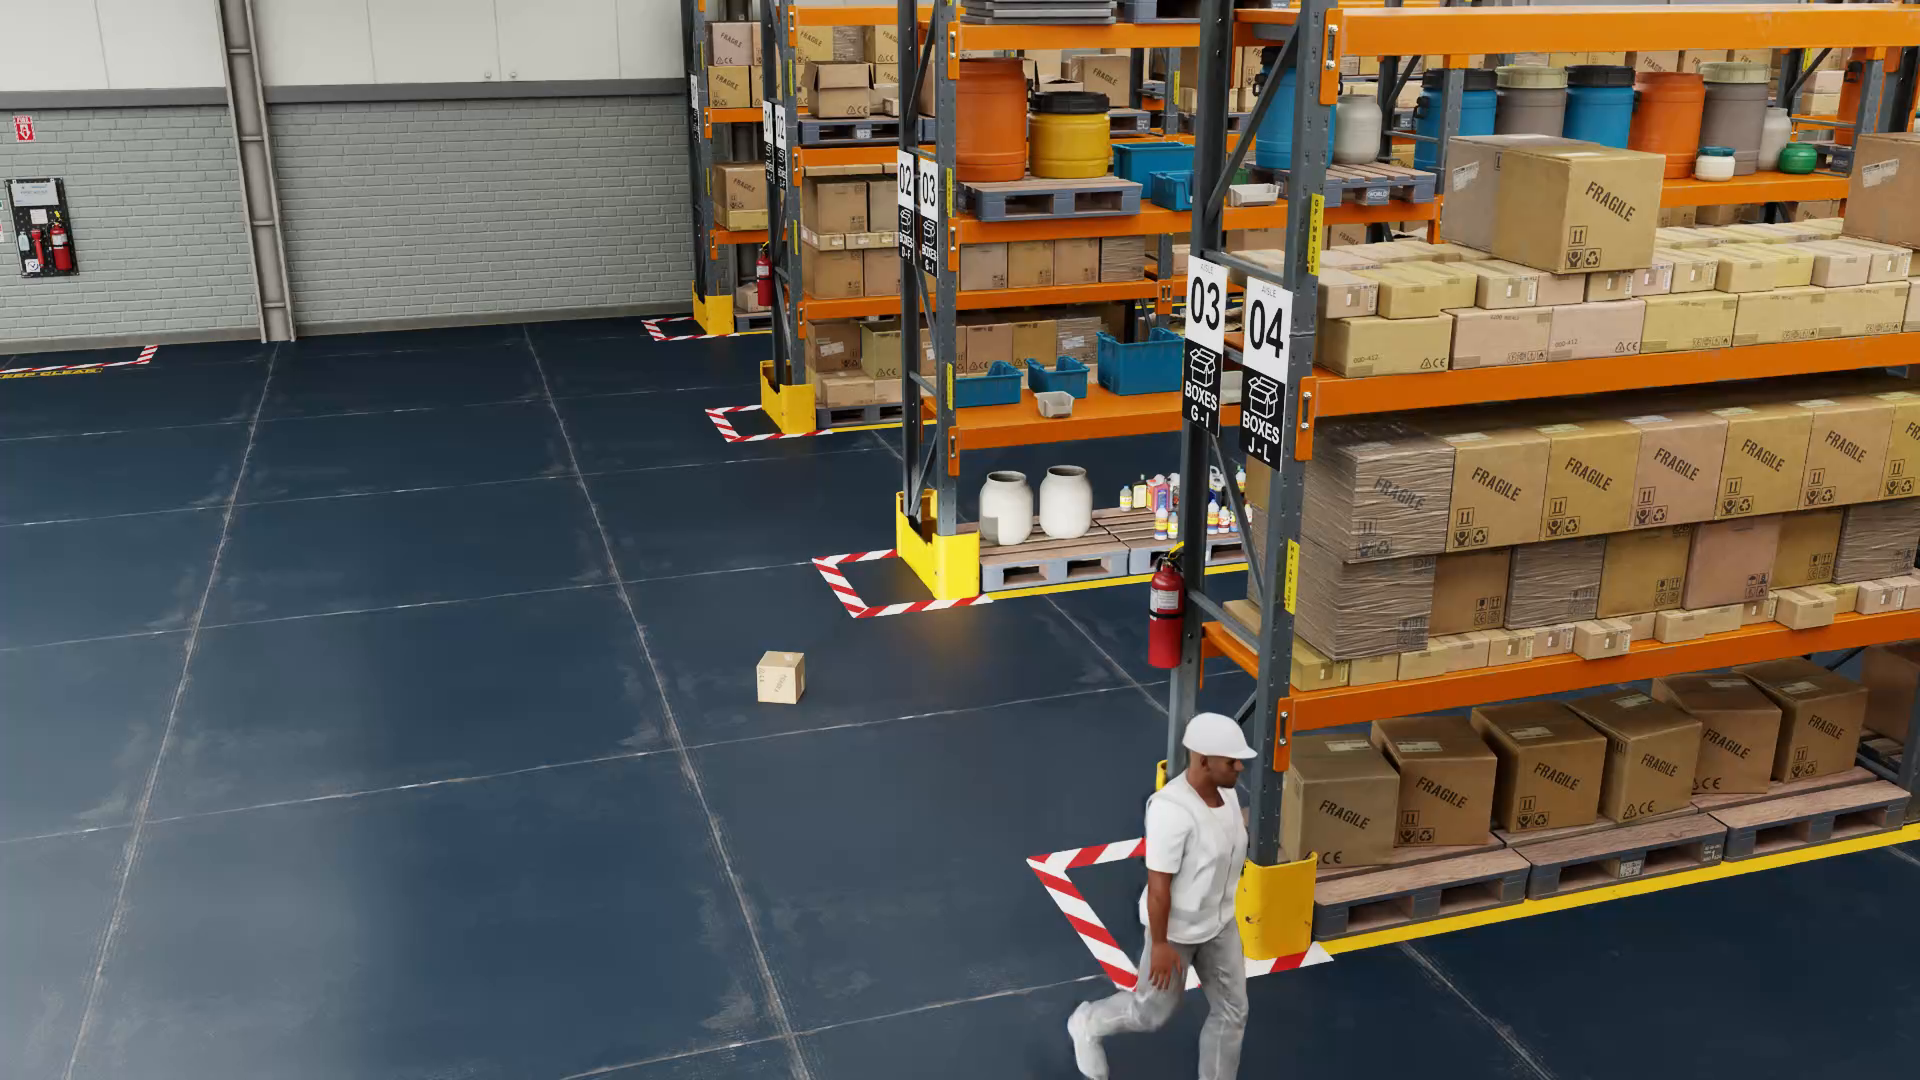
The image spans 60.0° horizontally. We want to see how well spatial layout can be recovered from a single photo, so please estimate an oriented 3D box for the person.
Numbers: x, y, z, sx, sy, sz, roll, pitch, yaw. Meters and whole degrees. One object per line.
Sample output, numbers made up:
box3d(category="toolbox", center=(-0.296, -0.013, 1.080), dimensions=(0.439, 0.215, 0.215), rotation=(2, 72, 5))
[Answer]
box3d(category="person", center=(0.889, 1.507, 6.679), dimensions=(0.614, 1.728, 0.921), rotation=(-17, 26, -41))
